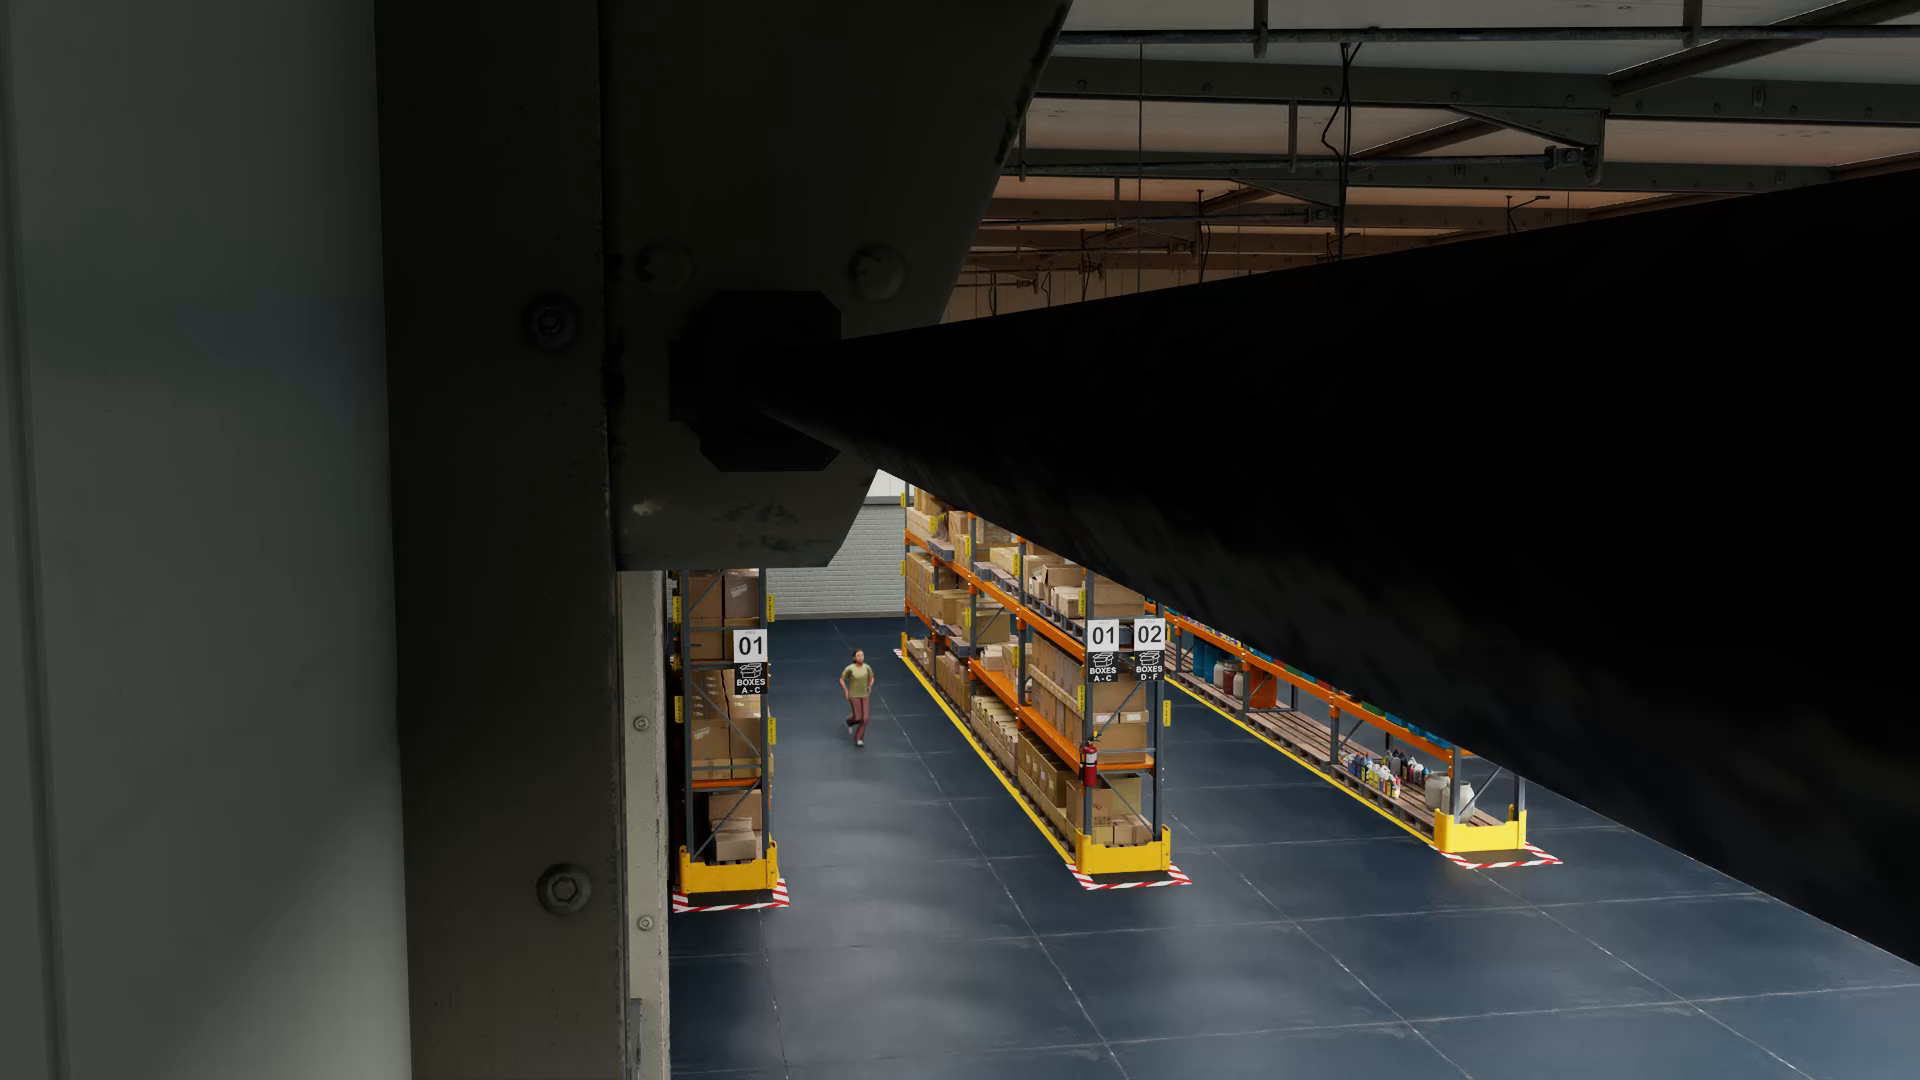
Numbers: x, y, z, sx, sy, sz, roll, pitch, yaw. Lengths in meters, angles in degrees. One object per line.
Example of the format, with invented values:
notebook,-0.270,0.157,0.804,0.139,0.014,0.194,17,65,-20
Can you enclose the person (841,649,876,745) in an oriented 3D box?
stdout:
person,-1.650,2.634,27.788,0.567,1.623,0.537,-3,6,-23
